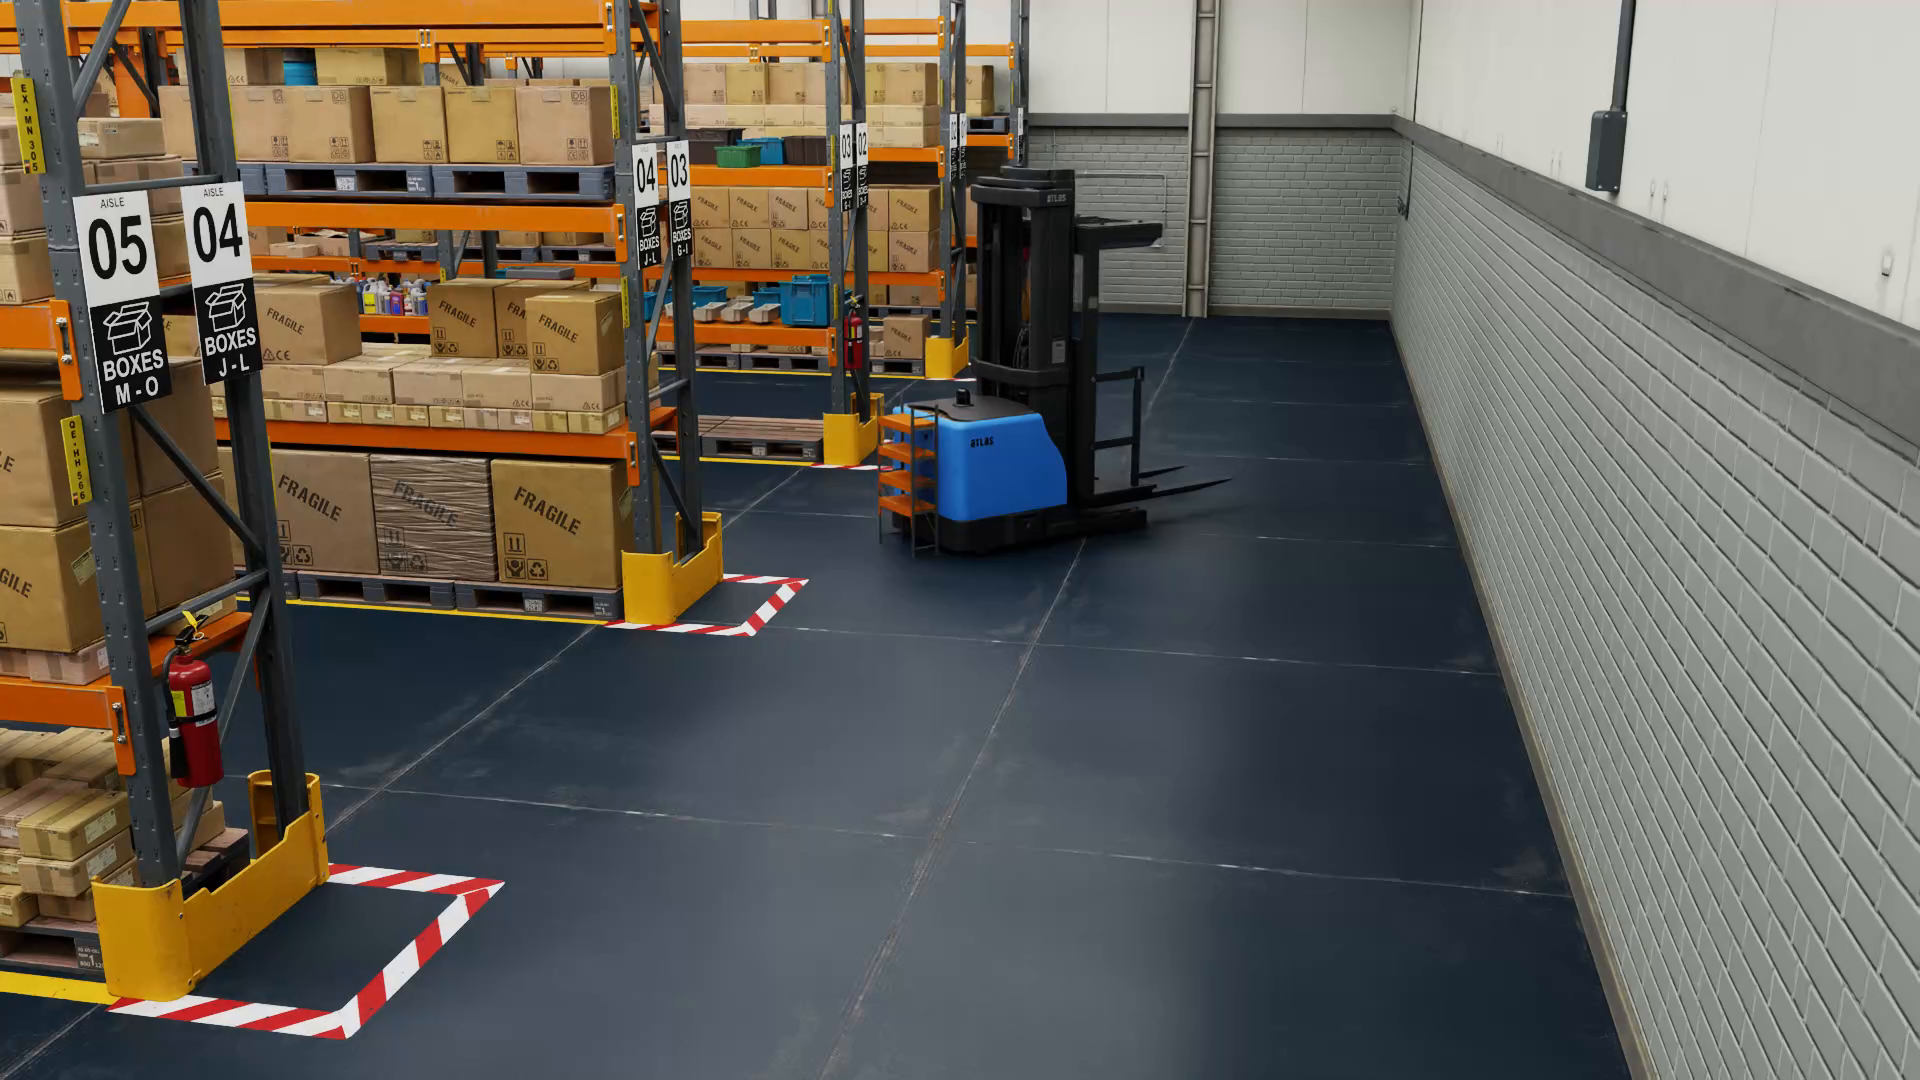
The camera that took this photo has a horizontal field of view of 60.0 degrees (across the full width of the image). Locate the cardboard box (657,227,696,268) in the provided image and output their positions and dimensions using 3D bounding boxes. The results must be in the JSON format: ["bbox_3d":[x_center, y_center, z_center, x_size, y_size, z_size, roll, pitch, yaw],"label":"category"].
[{"bbox_3d":[-3.560,-3.775,21.313,0.500,0.500,0.500,4,16,13],"label":"cardboard box"}]

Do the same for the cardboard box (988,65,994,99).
[{"bbox_3d":[0.231,-6.996,25.411,0.500,0.500,0.500,2,16,9],"label":"cardboard box"}]

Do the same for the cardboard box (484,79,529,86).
[{"bbox_3d":[-5.791,-5.686,21.618,0.600,0.600,0.600,2,16,9],"label":"cardboard box"}]

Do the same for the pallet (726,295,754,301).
[{"bbox_3d":[-3.792,-3.799,26.810,1.213,0.211,1.003,3,16,11],"label":"pallet"}]

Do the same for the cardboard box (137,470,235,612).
[{"bbox_3d":[-3.535,-0.017,7.188,0.500,0.500,0.500,4,16,14],"label":"cardboard box"}]

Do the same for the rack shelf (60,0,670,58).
[{"bbox_3d":[-4.023,-3.479,11.291,4.000,0.370,1.077,3,16,11],"label":"rack shelf"}]

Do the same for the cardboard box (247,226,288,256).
[{"bbox_3d":[-9.572,-4.171,22.743,0.500,0.500,0.500,2,16,8],"label":"cardboard box"}]

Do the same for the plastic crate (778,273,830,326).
[{"bbox_3d":[-1.441,-2.332,16.111,0.499,0.435,0.616,3,16,11],"label":"plastic crate"}]

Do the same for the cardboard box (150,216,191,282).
[{"bbox_3d":[-3.539,-1.193,6.841,0.500,0.250,0.500,4,16,13],"label":"cardboard box"}]

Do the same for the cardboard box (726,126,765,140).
[{"bbox_3d":[-2.599,-5.053,20.777,0.500,0.250,0.500,3,16,11],"label":"cardboard box"}]

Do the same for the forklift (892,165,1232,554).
[{"bbox_3d":[0.951,-1.584,13.719,3.031,2.935,1.130,-10,18,-33],"label":"forklift"}]

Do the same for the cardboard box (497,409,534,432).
[{"bbox_3d":[-2.979,-0.860,11.448,0.250,0.149,0.380,3,16,11],"label":"cardboard box"}]

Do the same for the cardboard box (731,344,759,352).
[{"bbox_3d":[-2.787,-2.549,21.559,0.250,0.166,0.380,3,16,11],"label":"cardboard box"}]

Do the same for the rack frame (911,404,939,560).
[{"bbox_3d":[-0.271,-0.442,12.841,0.240,1.200,0.015,-10,19,-33],"label":"rack frame"}]

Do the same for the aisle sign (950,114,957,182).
[{"bbox_3d":[-0.079,-4.781,20.264,0.004,0.787,0.394,3,16,11],"label":"aisle sign"}]

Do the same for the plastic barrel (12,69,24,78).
[{"bbox_3d":[-9.677,-4.530,17.668,0.600,0.901,0.600,0,15,0],"label":"plastic barrel"}]

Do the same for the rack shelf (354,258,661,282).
[{"bbox_3d":[-5.965,-3.585,22.162,4.000,0.370,1.077,3,16,11],"label":"rack shelf"}]

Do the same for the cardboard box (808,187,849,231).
[{"bbox_3d":[-1.580,-4.147,20.784,0.500,0.500,0.500,4,16,13],"label":"cardboard box"}]

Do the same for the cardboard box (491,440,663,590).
[{"bbox_3d":[-2.706,-0.213,11.834,0.875,0.875,0.875,3,16,11],"label":"cardboard box"}]

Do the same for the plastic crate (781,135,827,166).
[{"bbox_3d":[-1.397,-3.793,16.190,0.590,0.269,0.497,3,16,11],"label":"plastic crate"}]

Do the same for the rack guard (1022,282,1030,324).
[{"bbox_3d":[0.922,-3.702,25.921,0.348,0.500,1.175,3,16,11],"label":"rack guard"}]

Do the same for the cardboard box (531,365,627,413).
[{"bbox_3d":[-2.591,-1.048,11.382,0.500,0.250,0.500,3,16,10],"label":"cardboard box"}]

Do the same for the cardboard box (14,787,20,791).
[{"bbox_3d":[-4.357,1.143,7.743,0.250,0.149,0.380,4,16,13],"label":"cardboard box"}]

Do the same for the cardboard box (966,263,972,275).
[{"bbox_3d":[0.030,-4.189,25.676,0.250,0.149,0.380,3,16,10],"label":"cardboard box"}]

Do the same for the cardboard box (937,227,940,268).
[{"bbox_3d":[-0.467,-3.753,21.234,0.500,0.500,0.500,3,16,12],"label":"cardboard box"}]

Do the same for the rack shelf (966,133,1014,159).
[{"bbox_3d":[-1.061,-6.114,25.672,4.000,0.370,1.077,3,16,11],"label":"rack shelf"}]

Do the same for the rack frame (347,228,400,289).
[{"bbox_3d":[-7.925,-4.038,22.450,0.127,3.000,1.000,3,16,11],"label":"rack frame"}]

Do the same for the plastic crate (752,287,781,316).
[{"bbox_3d":[-1.897,-2.399,16.735,0.300,0.233,0.416,3,16,11],"label":"plastic crate"}]

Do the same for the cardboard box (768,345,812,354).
[{"bbox_3d":[-2.163,-2.735,21.600,0.637,0.503,0.797,3,16,11],"label":"cardboard box"}]

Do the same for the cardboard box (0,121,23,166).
[{"bbox_3d":[-3.534,-1.476,6.180,0.250,0.149,0.380,3,16,11],"label":"cardboard box"}]

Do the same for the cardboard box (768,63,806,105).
[{"bbox_3d":[-2.047,-5.709,20.804,0.500,0.500,0.700,3,16,11],"label":"cardboard box"}]

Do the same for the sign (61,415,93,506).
[{"bbox_3d":[-3.280,-0.295,6.177,0.005,0.325,0.100,3,16,11],"label":"sign"}]

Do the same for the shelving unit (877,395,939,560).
[{"bbox_3d":[-0.410,-0.496,13.035,0.258,1.200,0.503,-10,19,-33],"label":"shelving unit"}]

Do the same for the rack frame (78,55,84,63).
[{"bbox_3d":[-14.781,-8.651,27.864,0.127,3.000,1.000,3,16,11],"label":"rack frame"}]

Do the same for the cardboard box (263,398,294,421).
[{"bbox_3d":[-4.734,-0.955,11.791,0.250,0.149,0.380,3,16,10],"label":"cardboard box"}]

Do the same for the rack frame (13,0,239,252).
[{"bbox_3d":[-3.150,-2.620,6.093,0.127,3.000,1.000,3,16,11],"label":"rack frame"}]

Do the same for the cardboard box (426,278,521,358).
[{"bbox_3d":[-3.478,-1.602,11.976,0.500,0.500,0.500,3,16,10],"label":"cardboard box"}]

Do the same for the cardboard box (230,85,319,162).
[{"bbox_3d":[-4.677,-2.922,11.643,0.500,0.500,0.700,4,16,14],"label":"cardboard box"}]

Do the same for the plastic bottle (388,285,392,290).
[{"bbox_3d":[-6.031,-2.601,17.635,0.097,0.201,0.097,0,15,0],"label":"plastic bottle"}]

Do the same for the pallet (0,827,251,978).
[{"bbox_3d":[-4.014,1.558,7.470,1.213,0.211,1.003,3,16,11],"label":"pallet"}]

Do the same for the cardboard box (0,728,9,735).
[{"bbox_3d":[-4.641,1.000,7.701,0.250,0.149,0.380,4,16,13],"label":"cardboard box"}]

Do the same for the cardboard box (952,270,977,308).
[{"bbox_3d":[0.193,-3.917,25.910,0.500,0.500,0.700,3,16,11],"label":"cardboard box"}]

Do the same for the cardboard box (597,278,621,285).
[{"bbox_3d":[-5.389,-4.379,26.920,0.750,0.750,0.750,3,16,11],"label":"cardboard box"}]

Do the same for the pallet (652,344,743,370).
[{"bbox_3d":[-3.332,-2.444,21.921,1.213,0.211,1.003,3,16,11],"label":"pallet"}]

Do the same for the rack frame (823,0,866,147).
[{"bbox_3d":[-1.076,-5.208,15.435,0.127,3.000,1.000,3,16,11],"label":"rack frame"}]

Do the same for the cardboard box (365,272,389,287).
[{"bbox_3d":[-9.620,-4.505,27.994,0.500,0.500,0.700,3,16,10],"label":"cardboard box"}]

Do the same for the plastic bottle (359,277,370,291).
[{"bbox_3d":[-6.114,-2.517,17.050,0.185,0.351,0.144,3,16,11],"label":"plastic bottle"}]

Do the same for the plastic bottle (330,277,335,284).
[{"bbox_3d":[-6.711,-2.672,17.759,0.097,0.271,0.097,0,15,0],"label":"plastic bottle"}]

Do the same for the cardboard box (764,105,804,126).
[{"bbox_3d":[-2.110,-5.266,20.609,0.500,0.250,0.500,3,16,11],"label":"cardboard box"}]

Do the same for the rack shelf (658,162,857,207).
[{"bbox_3d":[-3.036,-3.522,16.316,4.000,0.370,1.077,3,16,11],"label":"rack shelf"}]

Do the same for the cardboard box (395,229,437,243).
[{"bbox_3d":[-7.285,-4.284,22.366,0.500,0.500,0.700,-2,16,-8],"label":"cardboard box"}]
